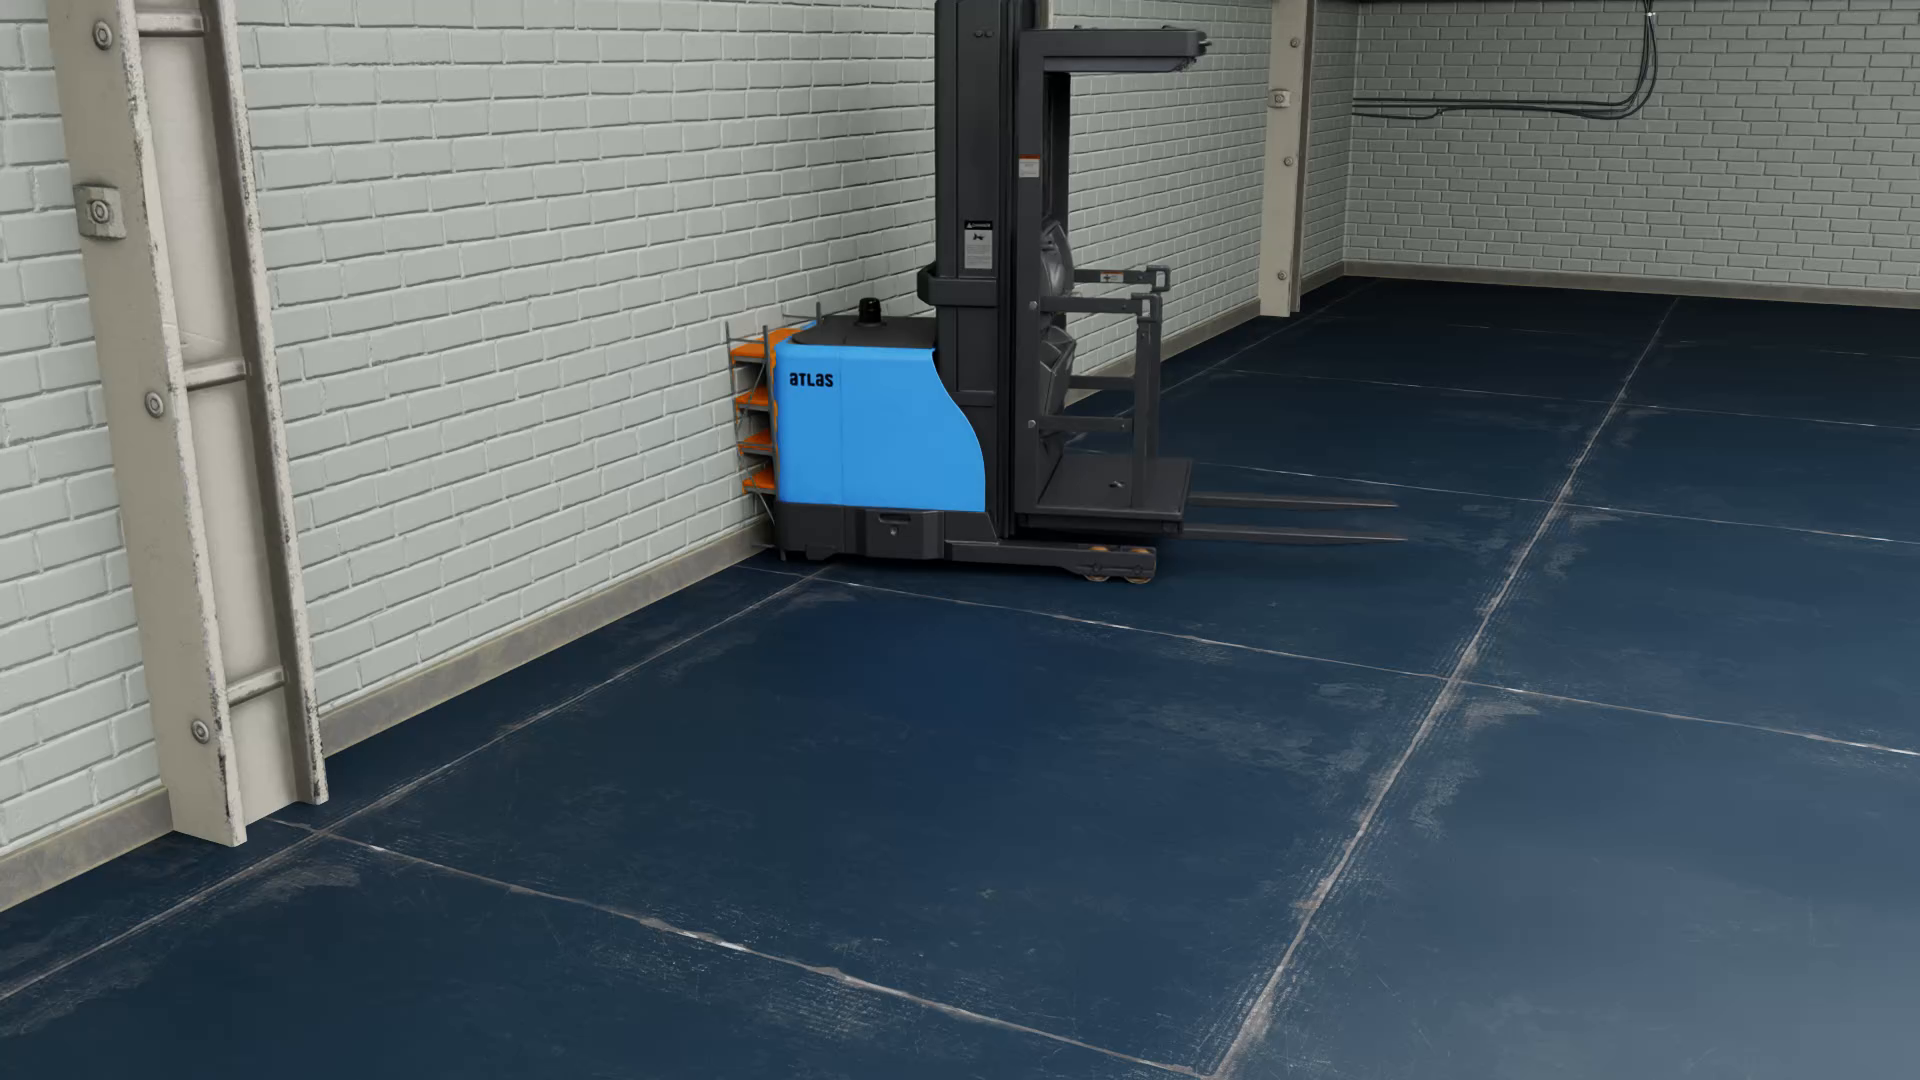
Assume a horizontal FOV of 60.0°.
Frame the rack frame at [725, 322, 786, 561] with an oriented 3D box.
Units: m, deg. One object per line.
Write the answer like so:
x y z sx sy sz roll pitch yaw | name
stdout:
-0.988 -0.457 8.019 0.240 1.200 0.015 8 24 25 | rack frame

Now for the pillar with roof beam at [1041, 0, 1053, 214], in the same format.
4.188 -4.393 7.511 9.100 9.000 0.400 8 18 25 | pillar with roof beam

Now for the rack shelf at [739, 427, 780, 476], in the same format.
-0.879 -0.477 8.246 0.258 0.148 0.480 8 24 25 | rack shelf

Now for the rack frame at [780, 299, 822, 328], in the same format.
-0.775 -0.623 8.425 0.240 1.200 0.015 8 24 25 | rack frame

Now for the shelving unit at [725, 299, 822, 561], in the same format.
-0.881 -0.540 8.222 0.258 1.200 0.503 8 24 25 | shelving unit

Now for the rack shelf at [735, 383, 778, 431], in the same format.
-0.886 -0.685 8.165 0.258 0.148 0.480 8 24 25 | rack shelf

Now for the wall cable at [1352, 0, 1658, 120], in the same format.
5.517 -5.563 16.902 3.097 2.526 0.112 8 18 25 | wall cable

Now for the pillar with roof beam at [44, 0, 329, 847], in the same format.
1.507 -2.865 2.365 9.100 9.000 0.400 8 18 25 | pillar with roof beam

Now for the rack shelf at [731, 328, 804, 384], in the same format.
-0.894 -0.906 8.079 0.258 0.148 0.480 8 24 25 | rack shelf

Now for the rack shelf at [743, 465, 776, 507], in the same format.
-0.873 -0.292 8.319 0.258 0.148 0.480 8 24 25 | rack shelf

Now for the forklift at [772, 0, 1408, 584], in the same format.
0.654 -1.360 7.954 3.031 2.935 1.130 3 17 10 | forklift

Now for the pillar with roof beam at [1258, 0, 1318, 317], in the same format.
6.869 -5.922 12.656 9.100 9.000 0.400 8 18 25 | pillar with roof beam
